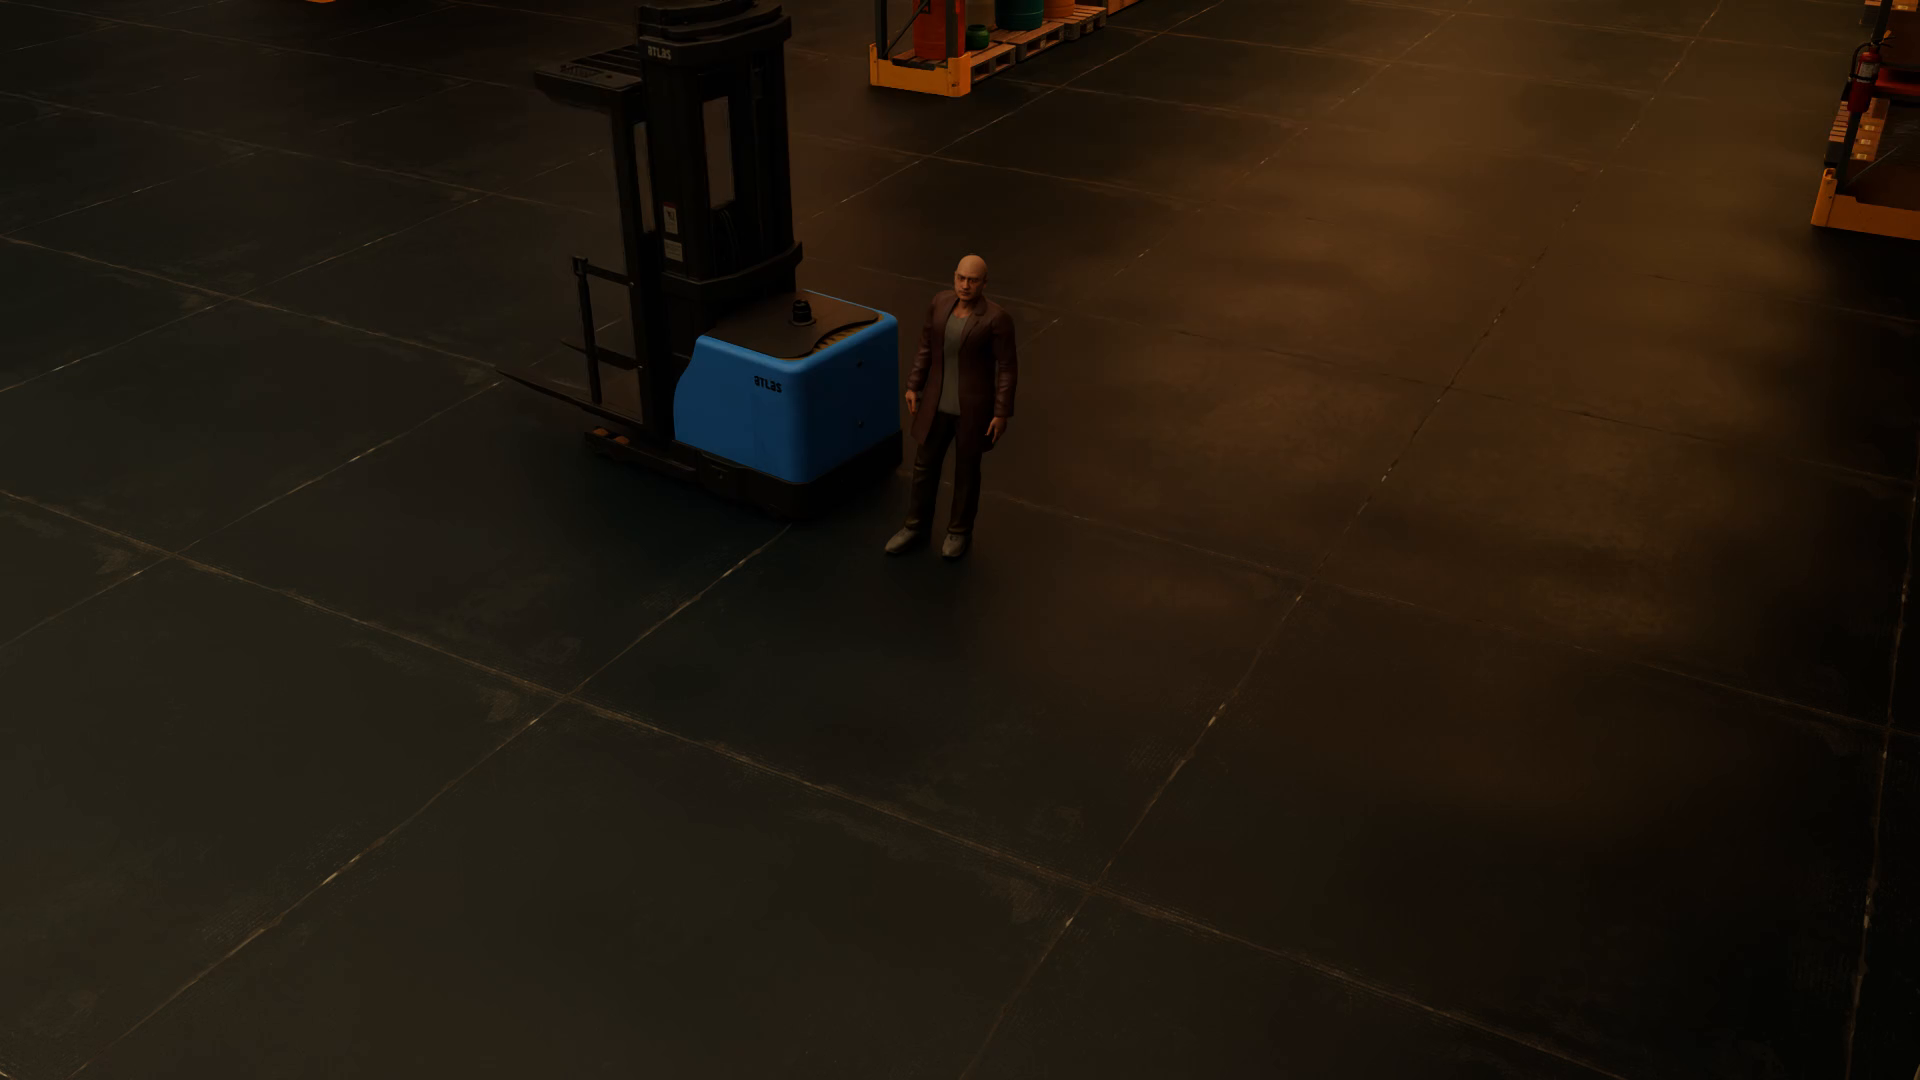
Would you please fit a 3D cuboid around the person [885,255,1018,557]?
[{"bbox_3d":[-0.041,-0.731,9.480,0.700,1.779,0.567,15,33,24],"label":"person"}]

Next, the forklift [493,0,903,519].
[{"bbox_3d":[-1.855,-1.972,10.487,3.031,2.935,1.130,20,36,31],"label":"forklift"}]
